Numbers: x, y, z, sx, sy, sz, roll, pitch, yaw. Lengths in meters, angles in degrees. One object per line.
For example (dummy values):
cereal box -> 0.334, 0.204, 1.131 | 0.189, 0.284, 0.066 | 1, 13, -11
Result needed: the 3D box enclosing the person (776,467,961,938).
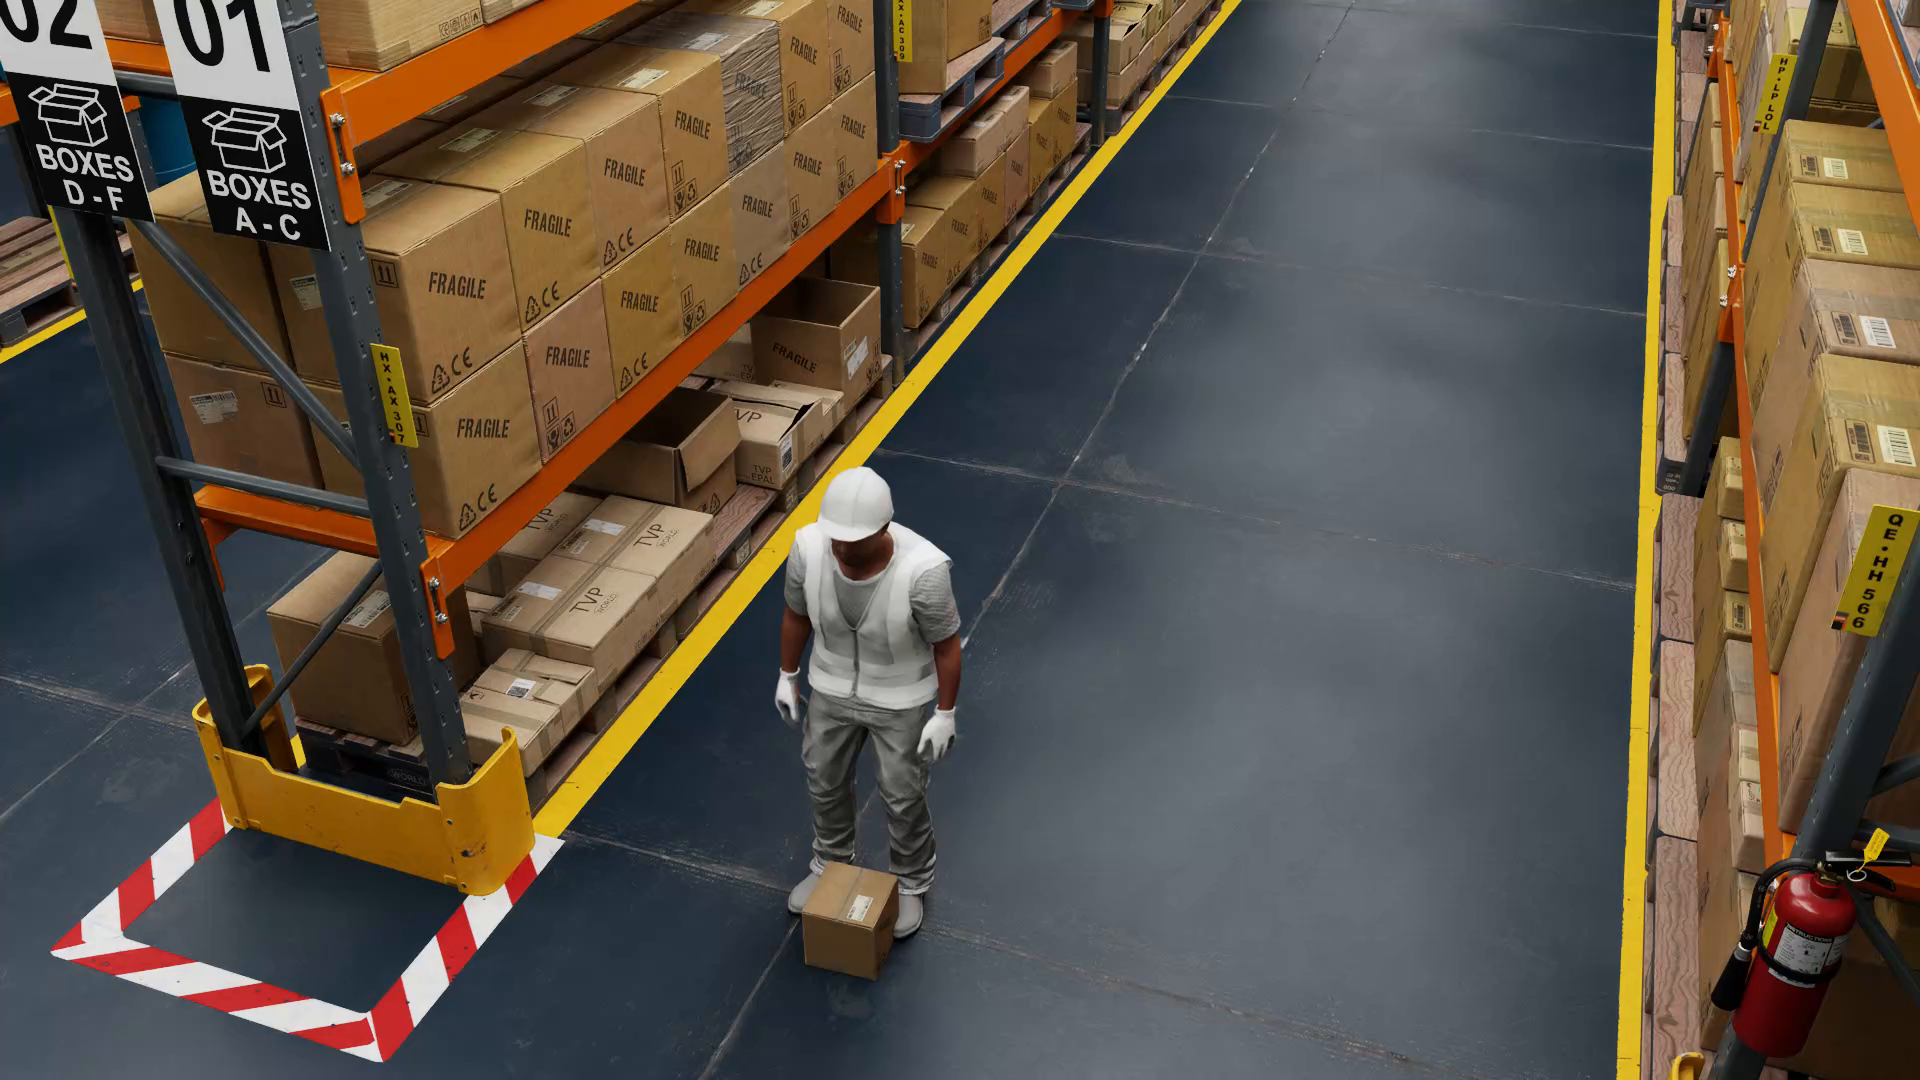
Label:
person -> -0.301, 0.512, 5.341 | 0.617, 1.773, 0.448 | 11, 35, 17
